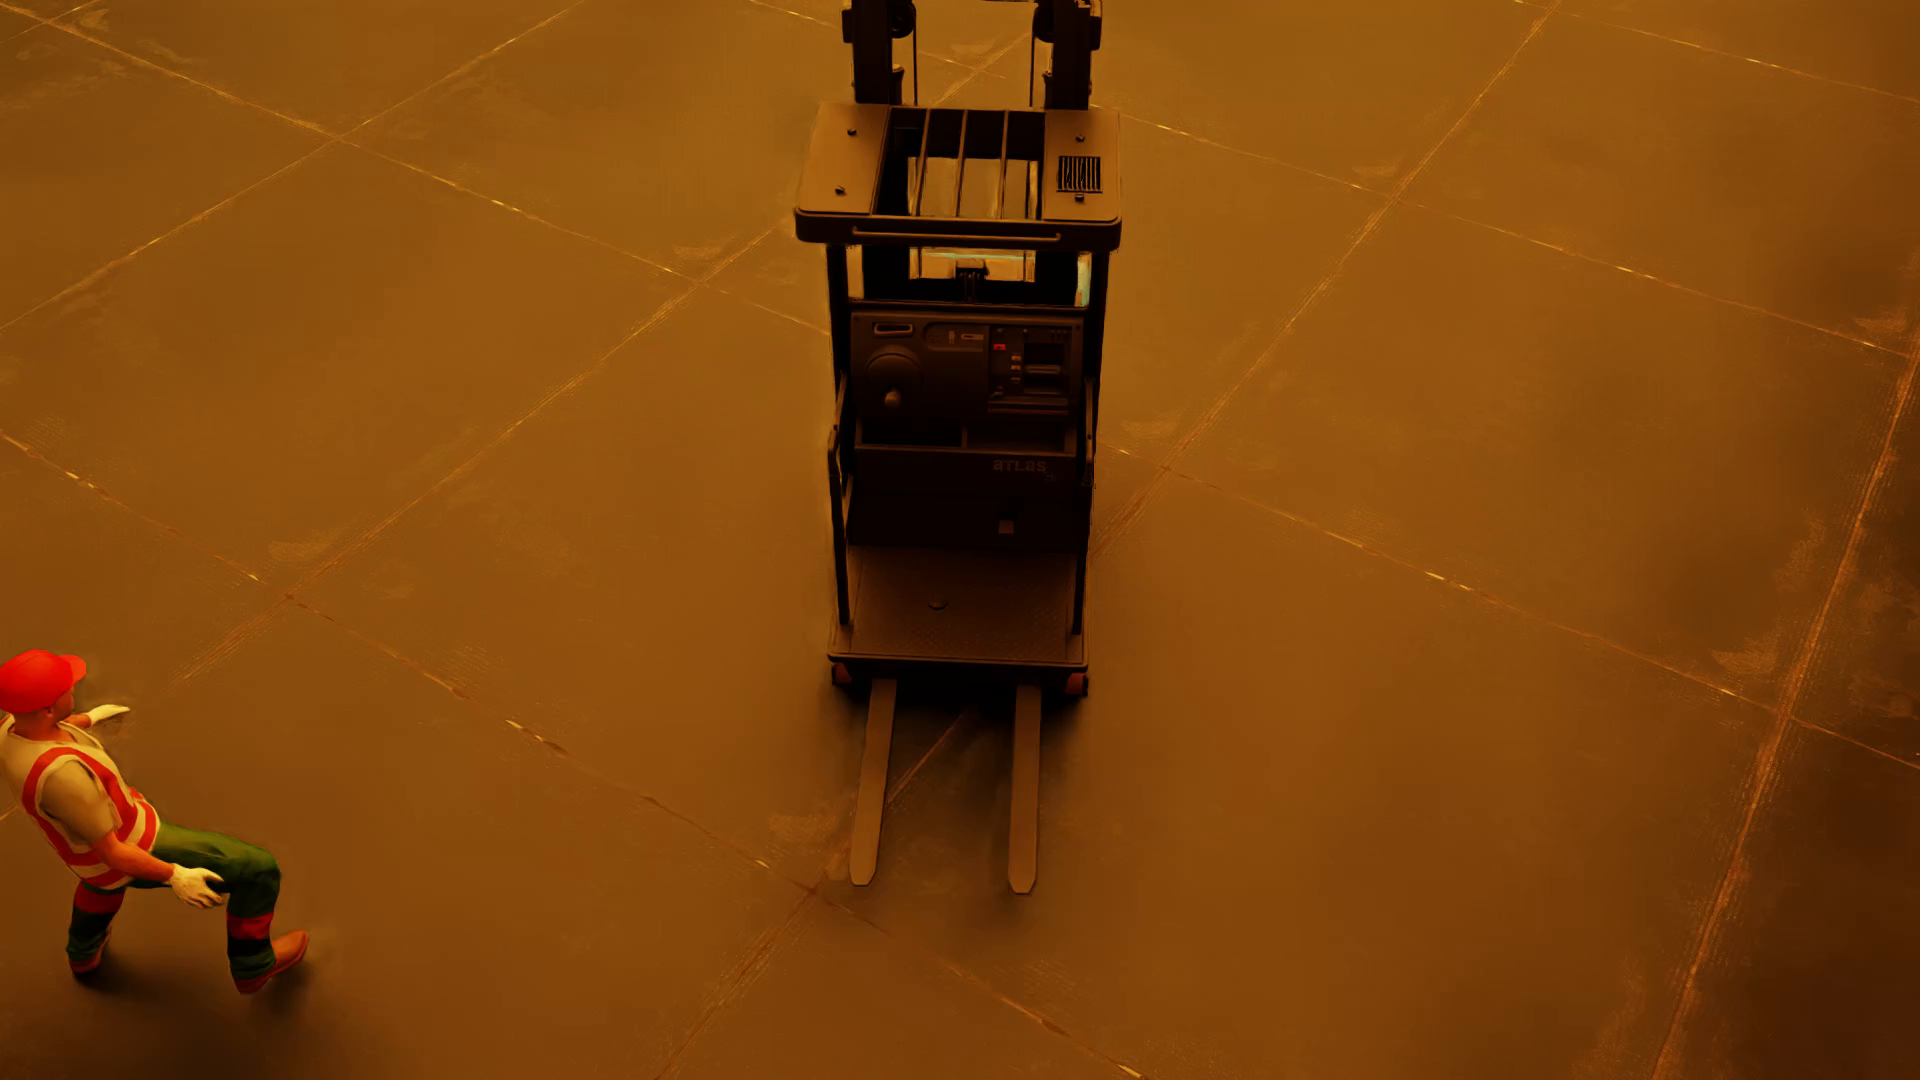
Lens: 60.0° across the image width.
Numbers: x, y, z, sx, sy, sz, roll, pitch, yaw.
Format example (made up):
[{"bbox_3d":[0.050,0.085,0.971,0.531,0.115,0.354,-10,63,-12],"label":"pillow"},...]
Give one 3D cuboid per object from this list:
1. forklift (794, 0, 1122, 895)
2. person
[{"bbox_3d":[0.015,-0.624,6.507,1.130,2.935,3.031,2,44,2],"label":"forklift"},{"bbox_3d":[-2.943,0.972,5.785,0.996,1.645,0.702,34,53,31],"label":"person"}]
